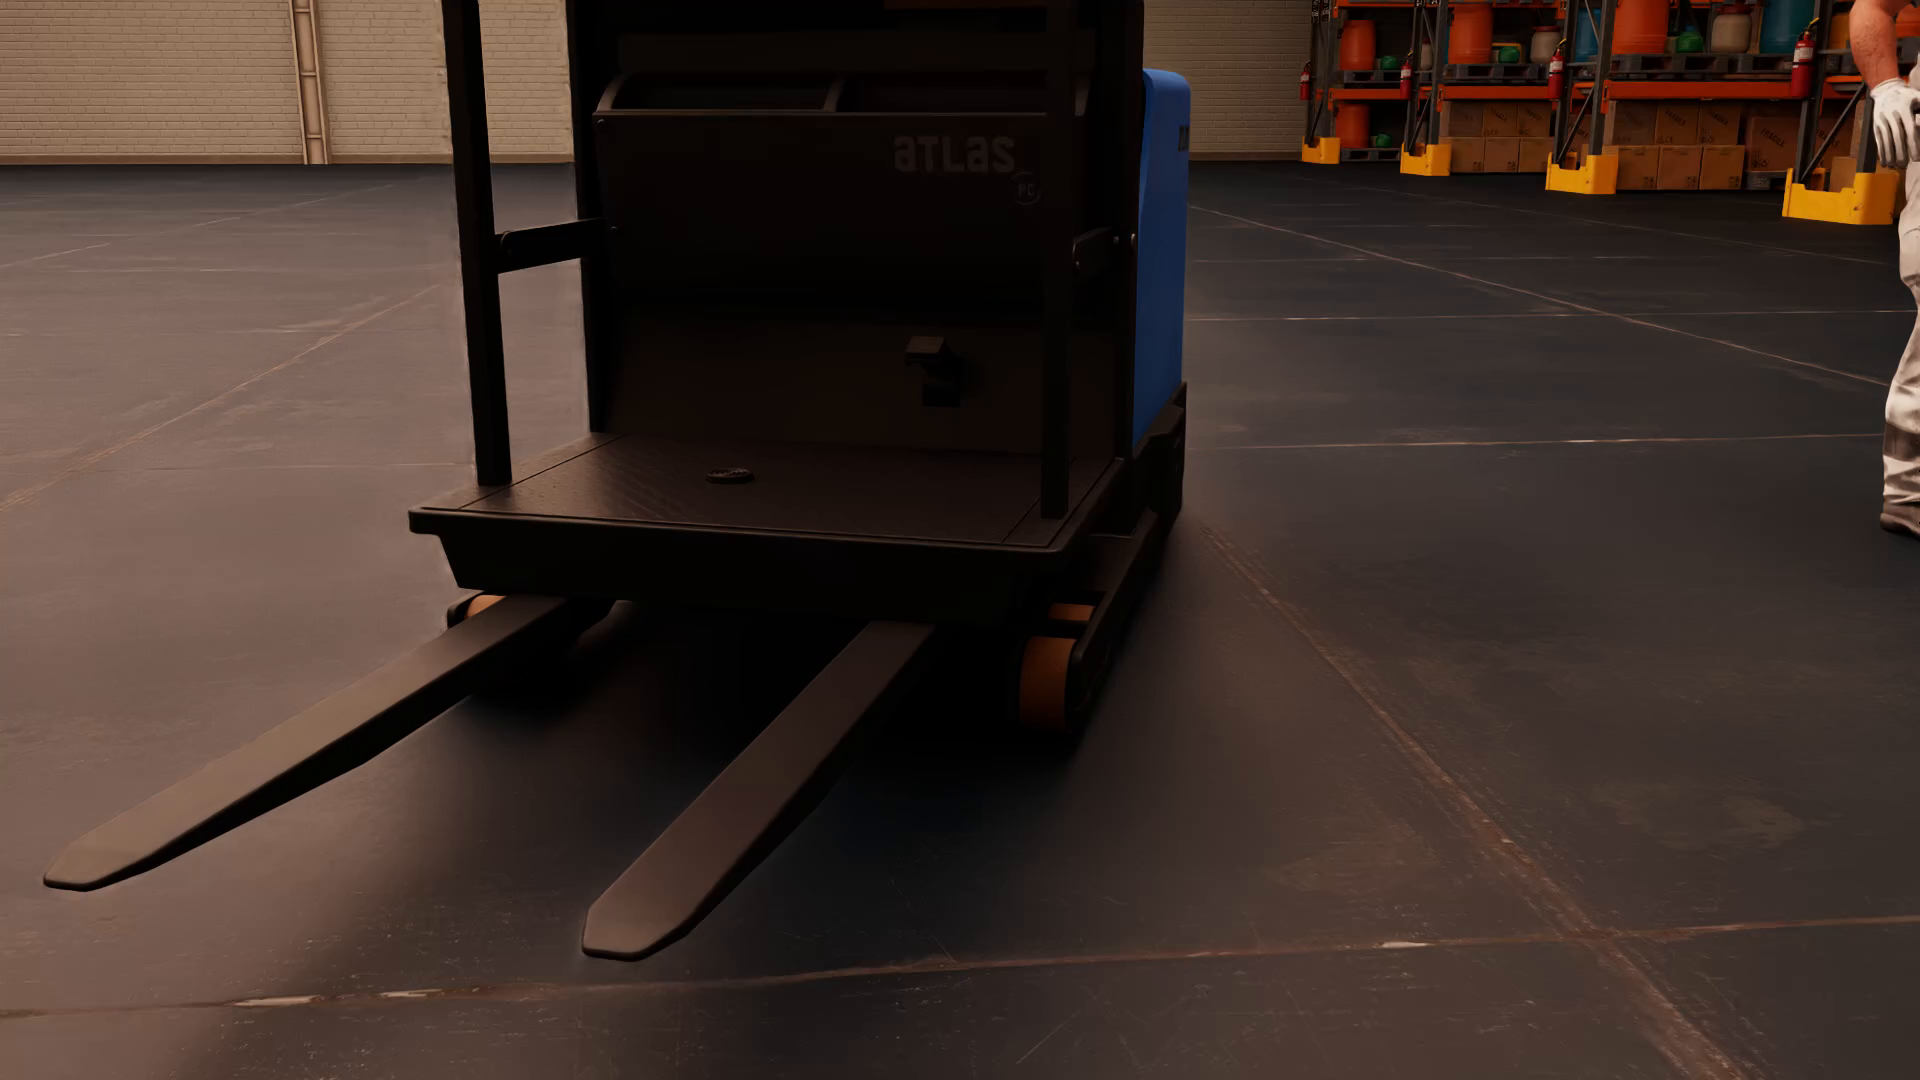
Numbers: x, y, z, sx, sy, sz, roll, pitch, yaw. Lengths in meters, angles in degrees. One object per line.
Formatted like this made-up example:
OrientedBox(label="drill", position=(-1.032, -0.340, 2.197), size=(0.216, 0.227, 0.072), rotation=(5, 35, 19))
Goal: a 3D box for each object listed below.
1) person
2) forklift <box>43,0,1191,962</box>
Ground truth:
OrientedBox(label="person", position=(2.455, -0.879, 3.826), size=(0.749, 1.757, 0.505), rotation=(-1, 15, -6))
OrientedBox(label="forklift", position=(-0.267, -1.203, 2.747), size=(1.130, 2.935, 3.031), rotation=(4, 15, 13))
